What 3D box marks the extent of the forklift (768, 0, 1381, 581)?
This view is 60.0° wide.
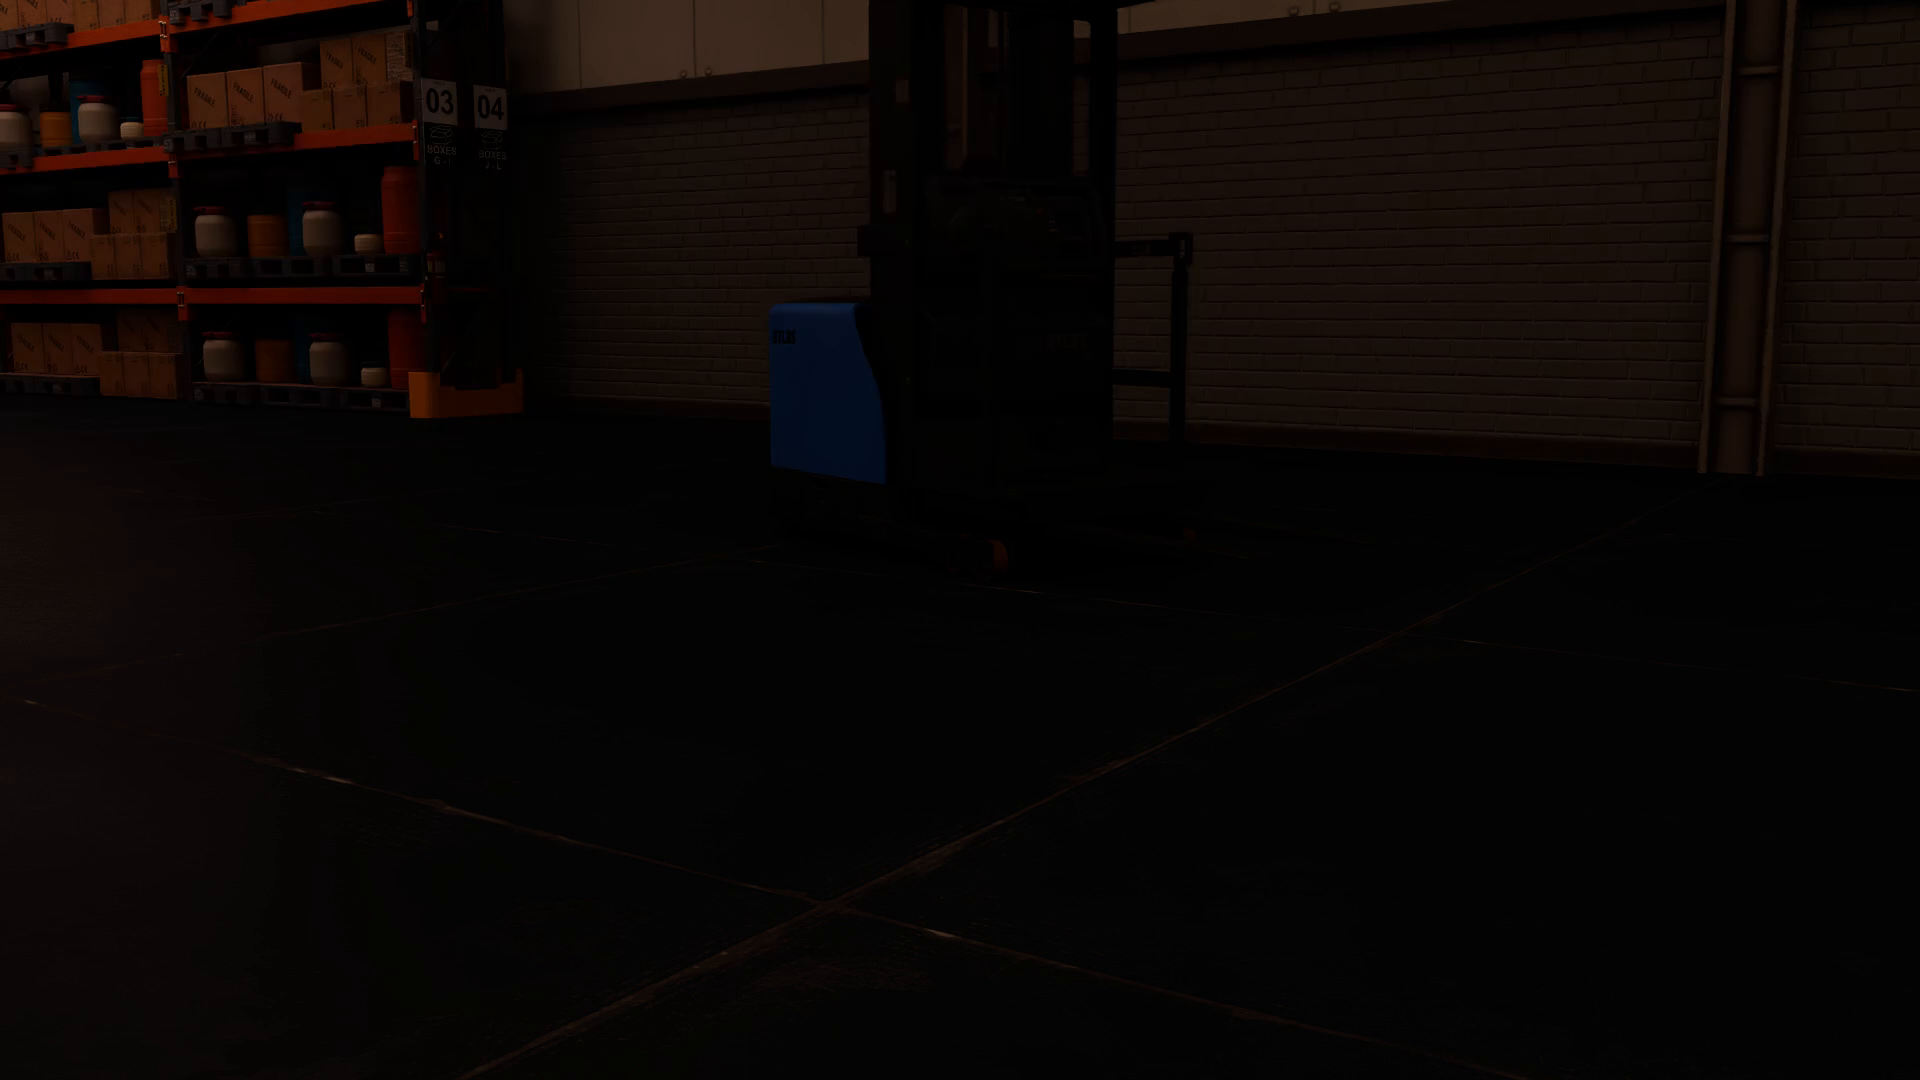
[{"bbox_3d":[0.359,-1.368,6.811,1.130,2.935,3.031,-6,10,-35],"label":"forklift"}]
